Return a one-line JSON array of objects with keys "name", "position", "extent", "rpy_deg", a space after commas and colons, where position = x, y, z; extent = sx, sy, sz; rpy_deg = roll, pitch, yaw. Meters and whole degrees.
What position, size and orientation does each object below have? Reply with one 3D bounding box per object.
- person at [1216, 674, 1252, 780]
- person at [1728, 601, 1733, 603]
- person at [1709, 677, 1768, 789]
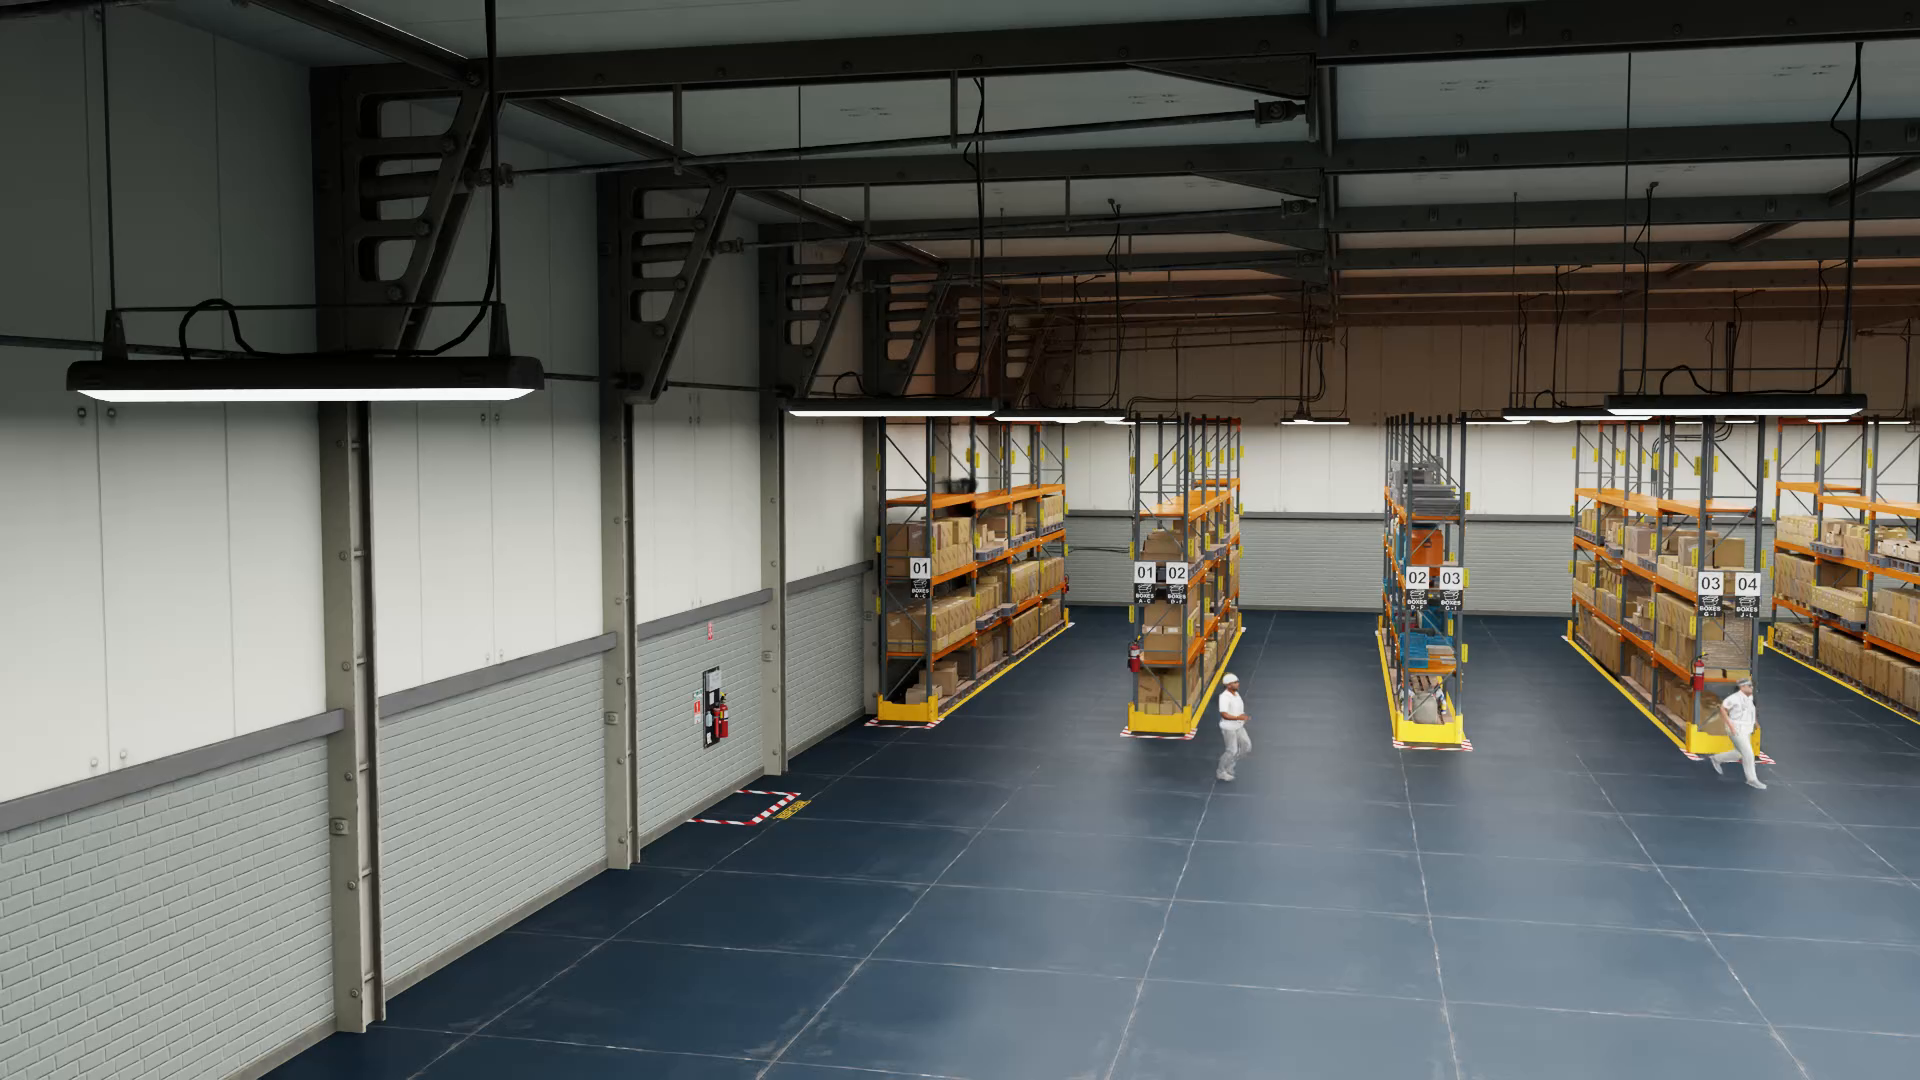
[{"name": "person", "position": [4.444, 3.025, 26.910], "extent": [0.623, 1.725, 0.685], "rpy_deg": [3, 5, 35]}, {"name": "person", "position": [20.064, 1.972, 43.921], "extent": [0.654, 1.568, 0.848], "rpy_deg": [3, 5, 35]}, {"name": "person", "position": [12.479, 3.051, 26.656], "extent": [0.686, 1.777, 0.925], "rpy_deg": [-3, 5, -39]}]
